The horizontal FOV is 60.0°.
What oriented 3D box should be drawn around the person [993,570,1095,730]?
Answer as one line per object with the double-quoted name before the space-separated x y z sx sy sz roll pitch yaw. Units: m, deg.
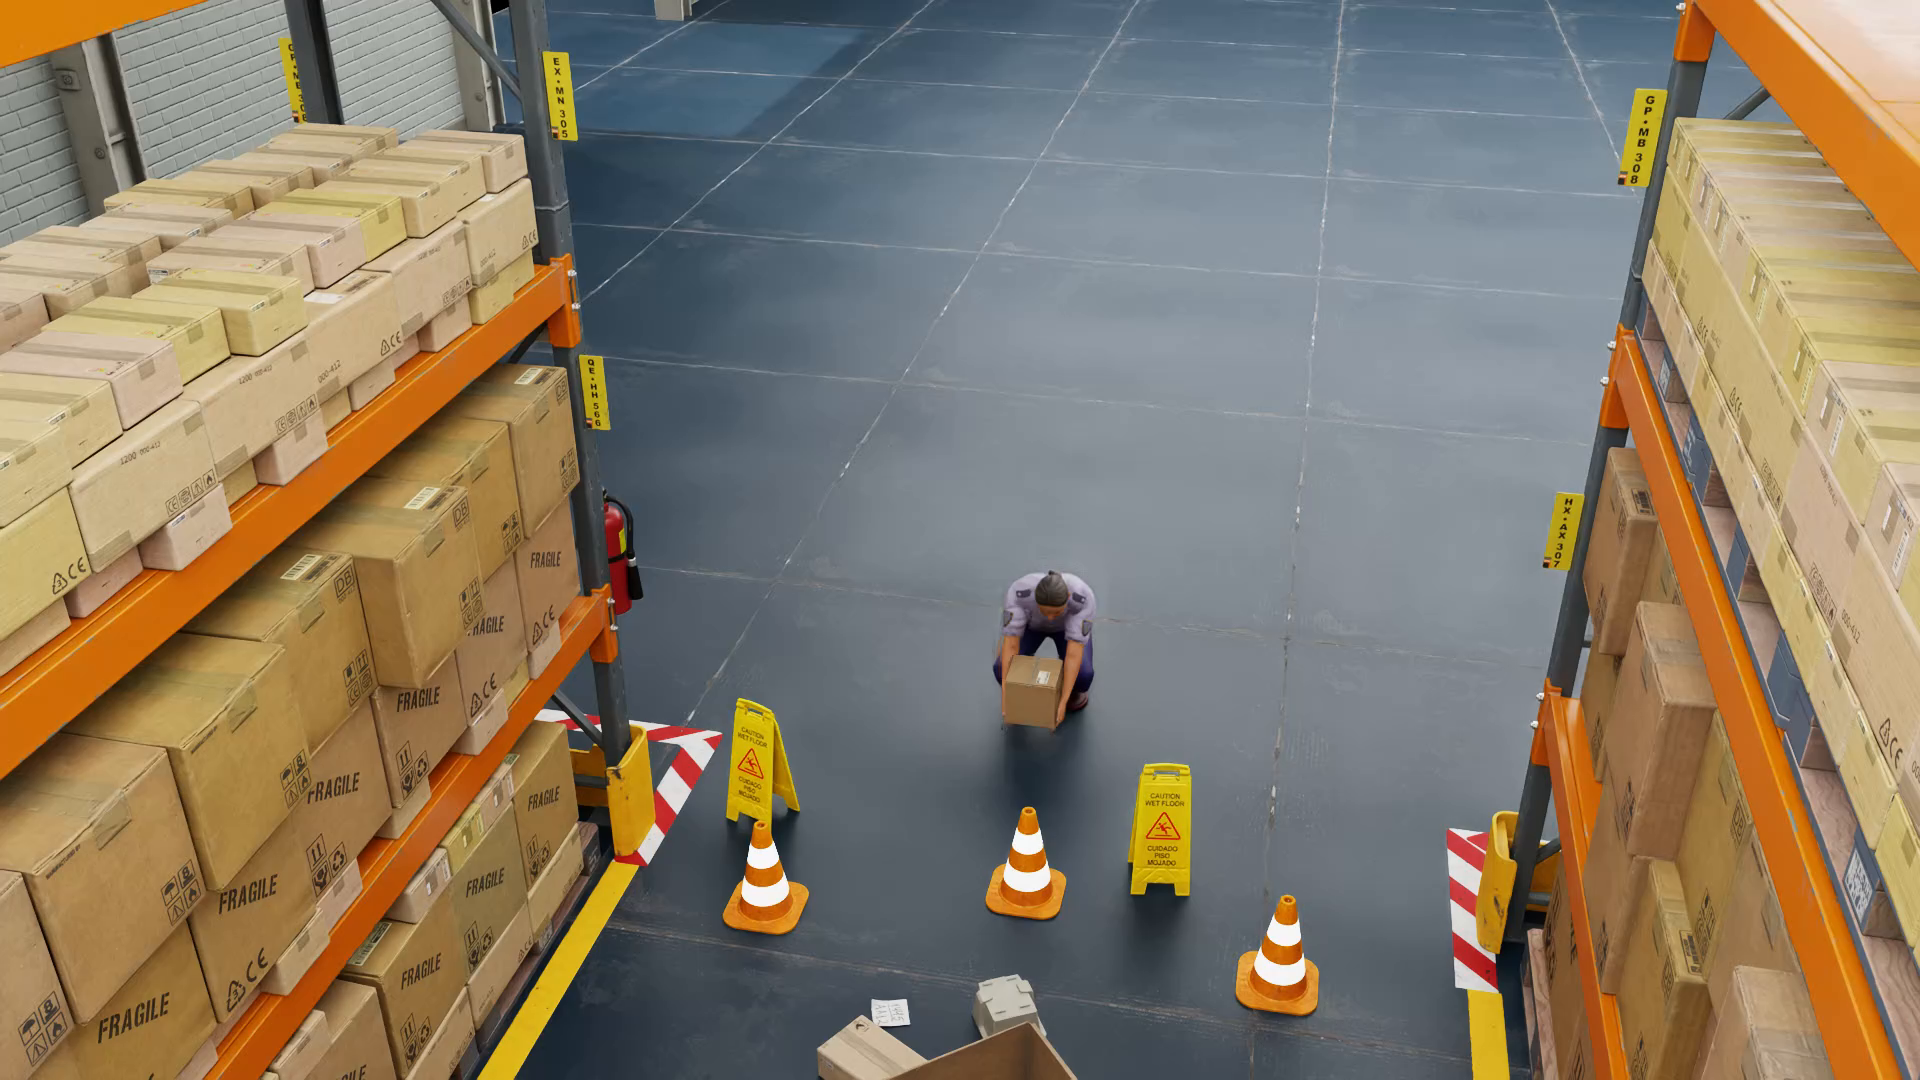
"person" 0.445 0.485 8.512 0.521 0.929 0.844 5 29 10
